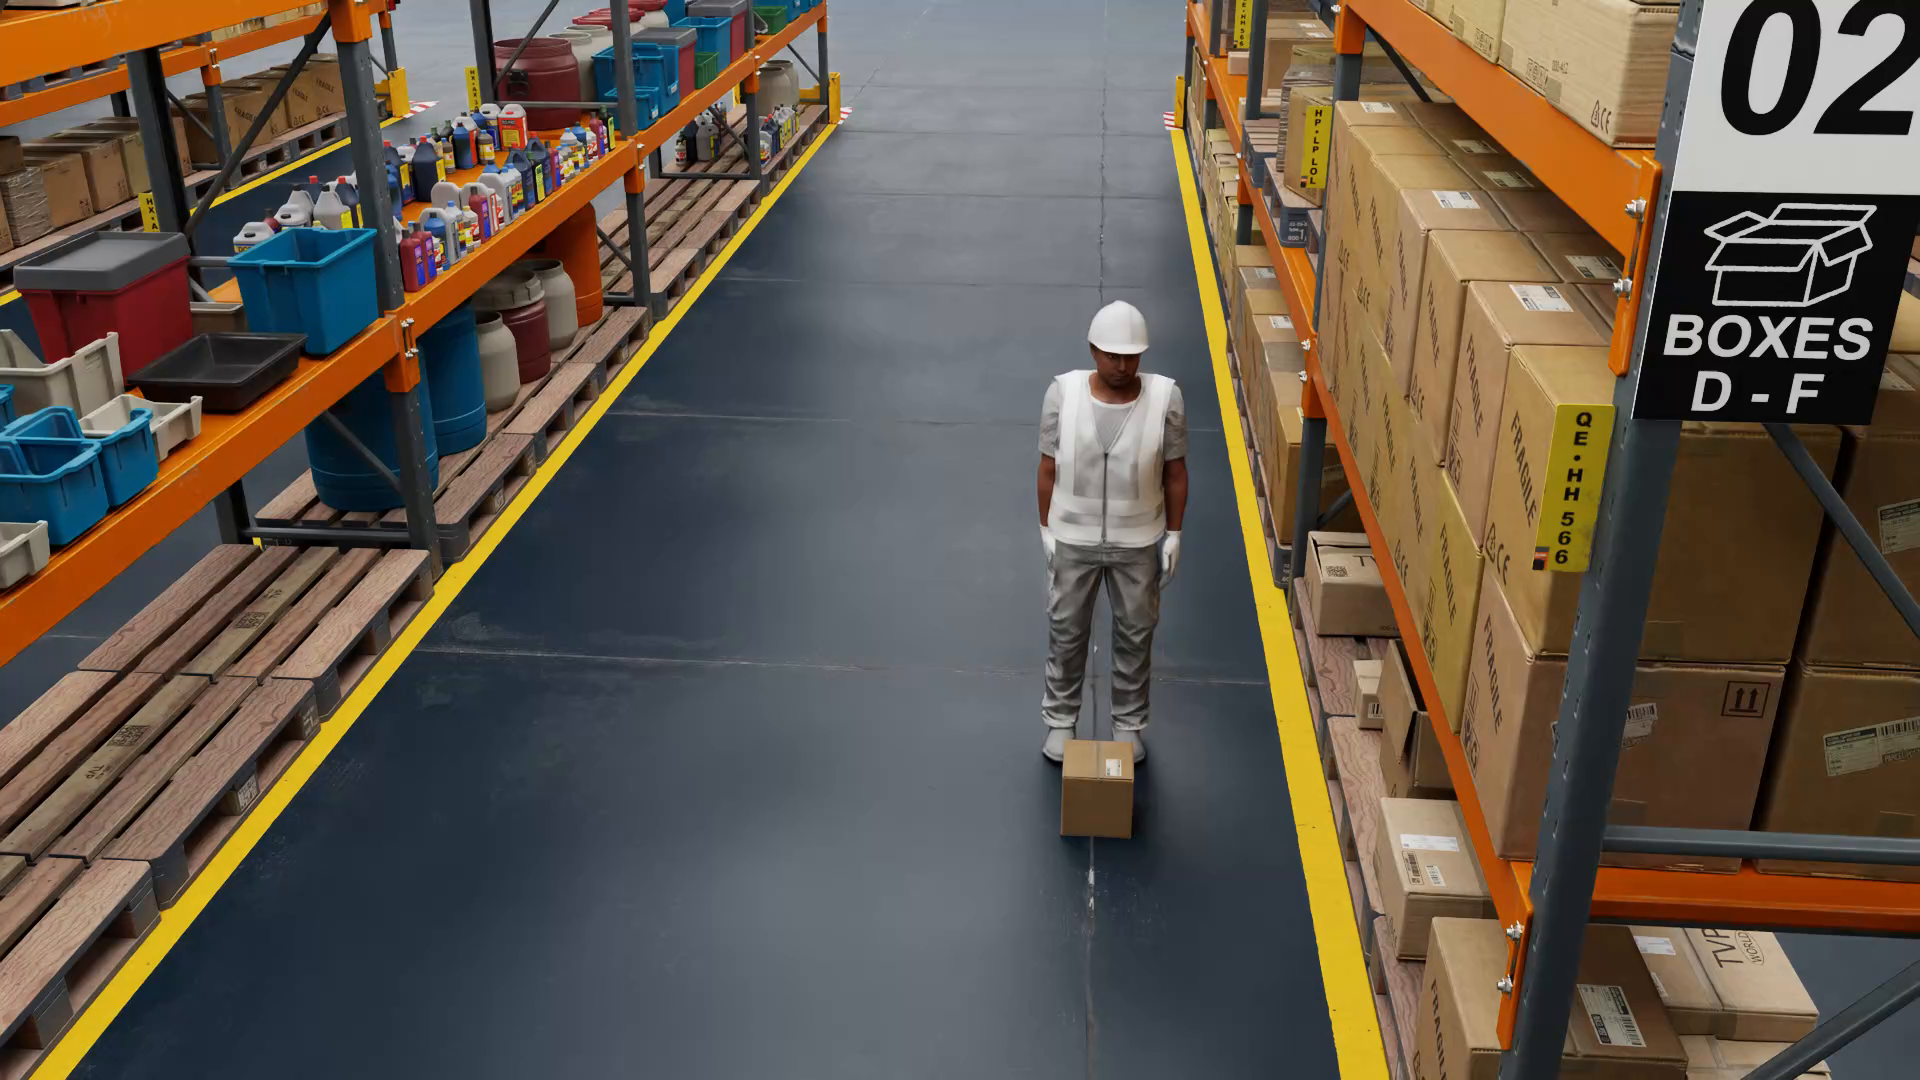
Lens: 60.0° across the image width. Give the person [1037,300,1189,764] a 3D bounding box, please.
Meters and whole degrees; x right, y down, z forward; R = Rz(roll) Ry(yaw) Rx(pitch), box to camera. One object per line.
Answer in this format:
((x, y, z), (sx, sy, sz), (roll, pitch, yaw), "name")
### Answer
((0.551, -0.011, 6.108), (0.547, 1.777, 0.354), (2, 24, 5), "person")
